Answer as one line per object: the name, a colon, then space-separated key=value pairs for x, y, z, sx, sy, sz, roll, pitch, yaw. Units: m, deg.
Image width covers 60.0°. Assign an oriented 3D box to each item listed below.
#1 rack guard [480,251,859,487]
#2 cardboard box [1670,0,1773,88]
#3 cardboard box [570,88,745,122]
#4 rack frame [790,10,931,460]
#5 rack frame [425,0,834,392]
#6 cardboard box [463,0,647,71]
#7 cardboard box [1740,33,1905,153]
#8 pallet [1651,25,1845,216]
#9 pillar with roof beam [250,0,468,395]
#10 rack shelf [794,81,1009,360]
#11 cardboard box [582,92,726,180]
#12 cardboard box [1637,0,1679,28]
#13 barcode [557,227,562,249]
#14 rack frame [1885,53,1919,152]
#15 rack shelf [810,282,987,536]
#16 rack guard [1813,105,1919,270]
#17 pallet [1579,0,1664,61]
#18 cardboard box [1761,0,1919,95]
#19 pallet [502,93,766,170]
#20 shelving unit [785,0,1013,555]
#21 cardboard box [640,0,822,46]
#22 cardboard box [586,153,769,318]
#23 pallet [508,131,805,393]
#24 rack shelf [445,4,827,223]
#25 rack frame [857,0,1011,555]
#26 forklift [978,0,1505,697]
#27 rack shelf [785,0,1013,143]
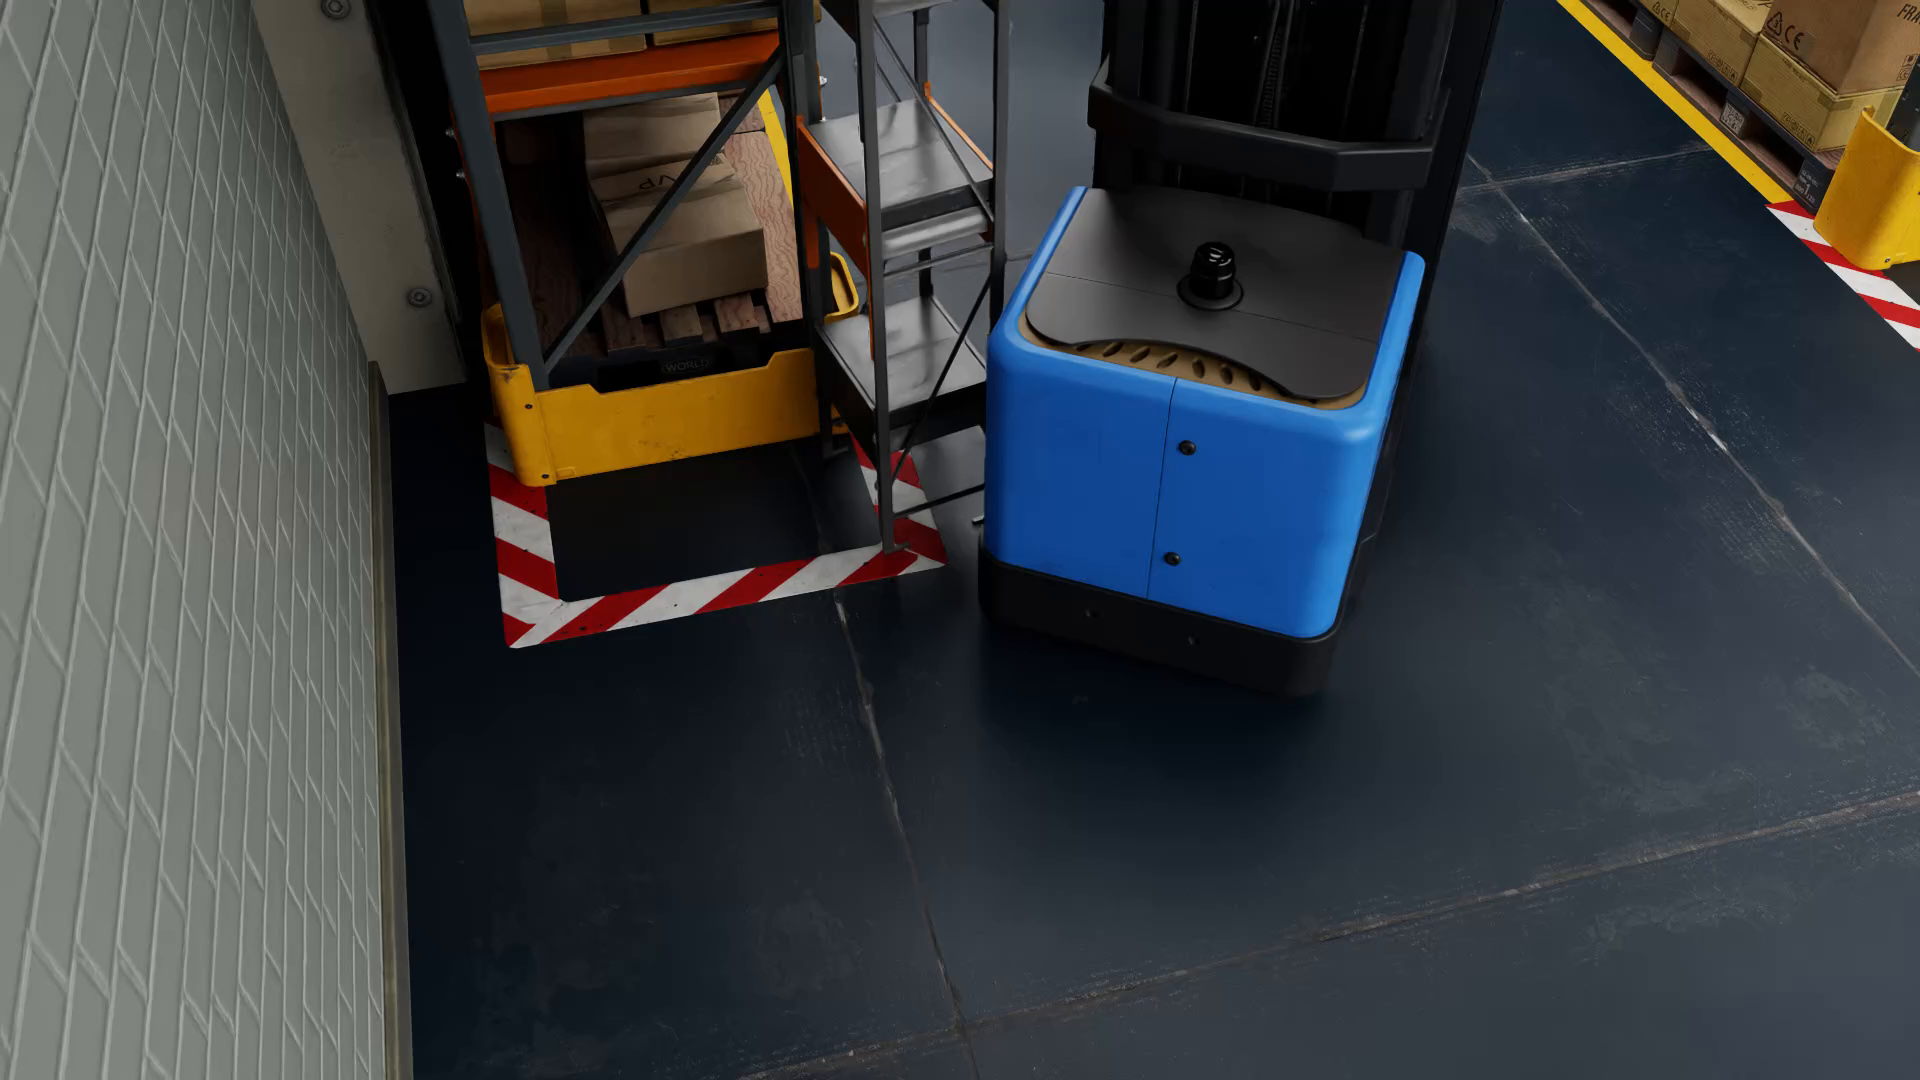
rack guard: x=-0.917 y=-0.563 z=5.451 sx=1.175 sy=0.500 sz=0.348 roll=-11 pitch=47 yaw=-10
cardboard box: x=3.327 y=-2.137 z=6.876 sx=0.500 sy=0.250 sz=0.500 roll=-11 pitch=47 yaw=-10
cardboard box: x=-1.274 y=-2.068 z=6.618 sx=0.700 sy=0.500 sz=0.500 roll=-13 pitch=47 yaw=-13
rack frame: x=-0.274 y=-1.068 z=4.826 sx=0.400 sy=2.100 sz=0.015 roll=-19 pitch=49 yaw=-18
rack frame: x=-0.898 y=-1.385 z=4.507 sx=1.000 sy=3.000 sz=0.127 roll=-11 pitch=47 yaw=-10
cardboard box: x=-1.205 y=-1.627 z=4.835 sx=0.500 sy=0.250 sz=0.500 roll=-10 pitch=46 yaw=-10
cardboard box: x=3.467 y=-1.794 z=6.539 sx=0.500 sy=0.250 sz=0.500 roll=-11 pitch=47 yaw=-10
pallet: x=3.653 y=-1.838 z=6.903 sx=1.003 sy=0.211 sz=1.213 roll=-11 pitch=47 yaw=-10
pillar with roof beam: x=2.248 y=-4.597 z=3.455 sx=9.100 sy=9.000 sz=0.400 roll=-11 pitch=47 yaw=-10
rack shelf: x=-0.166 y=-0.901 z=4.682 sx=0.431 sy=0.518 sz=0.480 roll=-19 pitch=49 yaw=-18
cardboard box: x=-1.134 y=-1.486 z=6.180 sx=0.500 sy=0.311 sz=0.500 roll=-7 pitch=46 yaw=-7
cardboard box: x=3.197 y=-2.482 z=7.214 sx=0.500 sy=0.250 sz=0.500 roll=-11 pitch=47 yaw=-10
barcode: x=-1.379 y=-1.035 z=5.732 sx=0.001 sy=0.075 sz=0.075 roll=-11 pitch=47 yaw=-10
rack frame: x=3.890 y=-2.294 z=5.397 sx=1.000 sy=3.000 sz=0.127 roll=-11 pitch=47 yaw=-10
rack shelf: x=-0.166 y=-0.411 z=5.182 sx=0.431 sy=0.518 sz=0.480 roll=-19 pitch=49 yaw=-18
rack guard: x=3.896 y=-1.402 z=6.274 sx=1.175 sy=0.500 sz=0.348 roll=-11 pitch=47 yaw=-10
pallet: x=3.345 y=-2.679 z=7.727 sx=1.003 sy=0.211 sz=1.213 roll=-11 pitch=47 yaw=-10
cardboard box: x=3.465 y=-2.056 z=6.271 sx=0.500 sy=0.500 sz=0.500 roll=-11 pitch=47 yaw=-10
pallet: x=-1.400 y=-1.870 z=6.935 sx=1.003 sy=0.211 sz=1.213 roll=-11 pitch=47 yaw=-10
shelving unit: x=-0.166 y=-0.911 z=4.672 sx=0.431 sy=2.100 sz=0.503 roll=-19 pitch=49 yaw=-18
cardboard box: x=-0.716 y=-1.735 z=4.941 sx=0.500 sy=0.250 sz=0.500 roll=-12 pitch=47 yaw=-11
cardboard box: x=-0.988 y=-1.092 z=5.795 sx=0.500 sy=0.311 sz=0.500 roll=-16 pitch=48 yaw=-15
pallet: x=-1.091 y=-1.029 z=6.111 sx=1.003 sy=0.211 sz=1.213 roll=-11 pitch=47 yaw=-10
rack shelf: x=-1.410 y=-2.514 z=6.117 sx=1.077 sy=0.370 sz=4.000 roll=-11 pitch=47 yaw=-10
rack frame: x=-0.059 y=-0.754 z=4.519 sx=0.400 sy=2.100 sz=0.015 roll=-19 pitch=49 yaw=-18
forklift: x=1.028 y=-1.652 z=4.817 sx=1.130 sy=2.935 sz=3.031 roll=14 pitch=47 yaw=14
rack shelf: x=-0.166 y=-1.391 z=4.182 sx=0.431 sy=0.518 sz=0.480 roll=-19 pitch=49 yaw=-18
